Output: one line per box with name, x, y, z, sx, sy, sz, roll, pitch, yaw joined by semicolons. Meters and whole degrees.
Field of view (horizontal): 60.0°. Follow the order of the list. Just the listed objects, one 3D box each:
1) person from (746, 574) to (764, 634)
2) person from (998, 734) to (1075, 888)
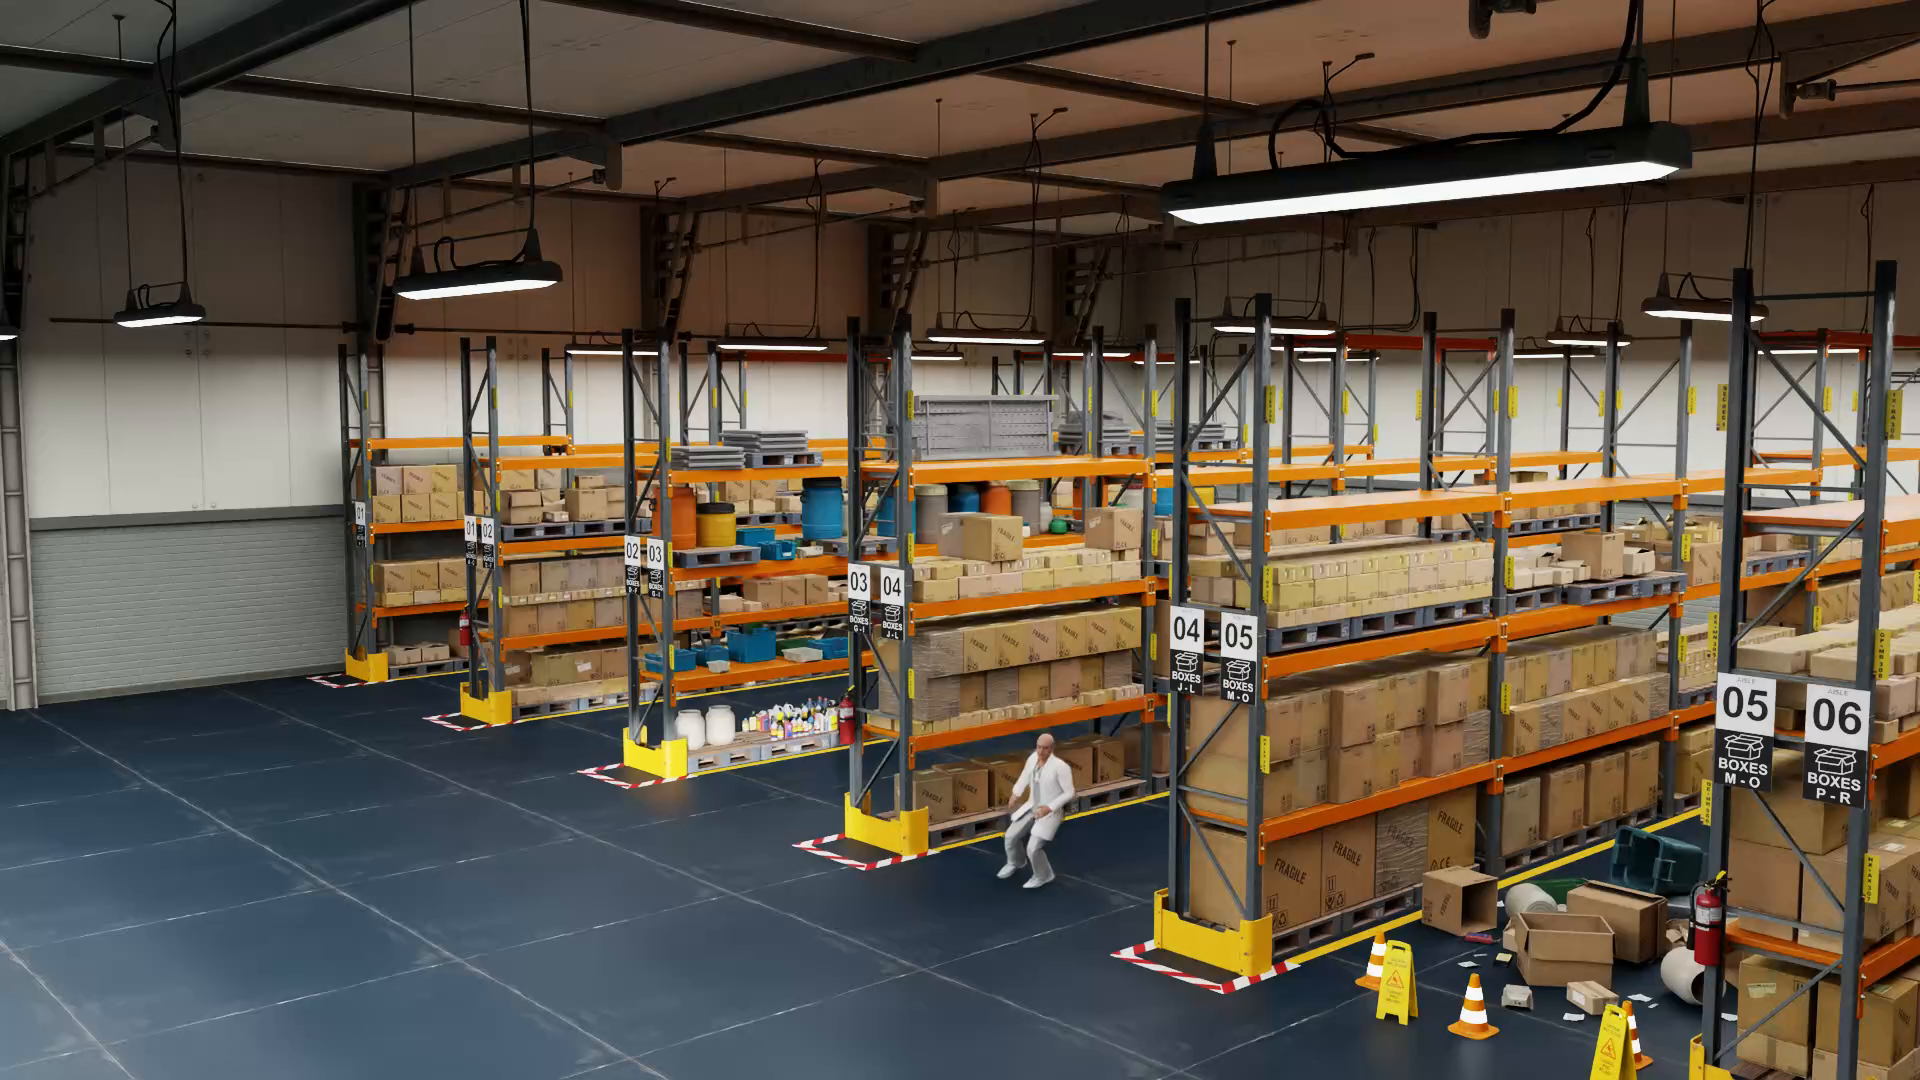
person;-3.881;1.439;31.663;0.778;1.766;0.637;-4;6;-38
person;0.782;2.869;17.192;0.952;1.596;0.633;4;7;40
